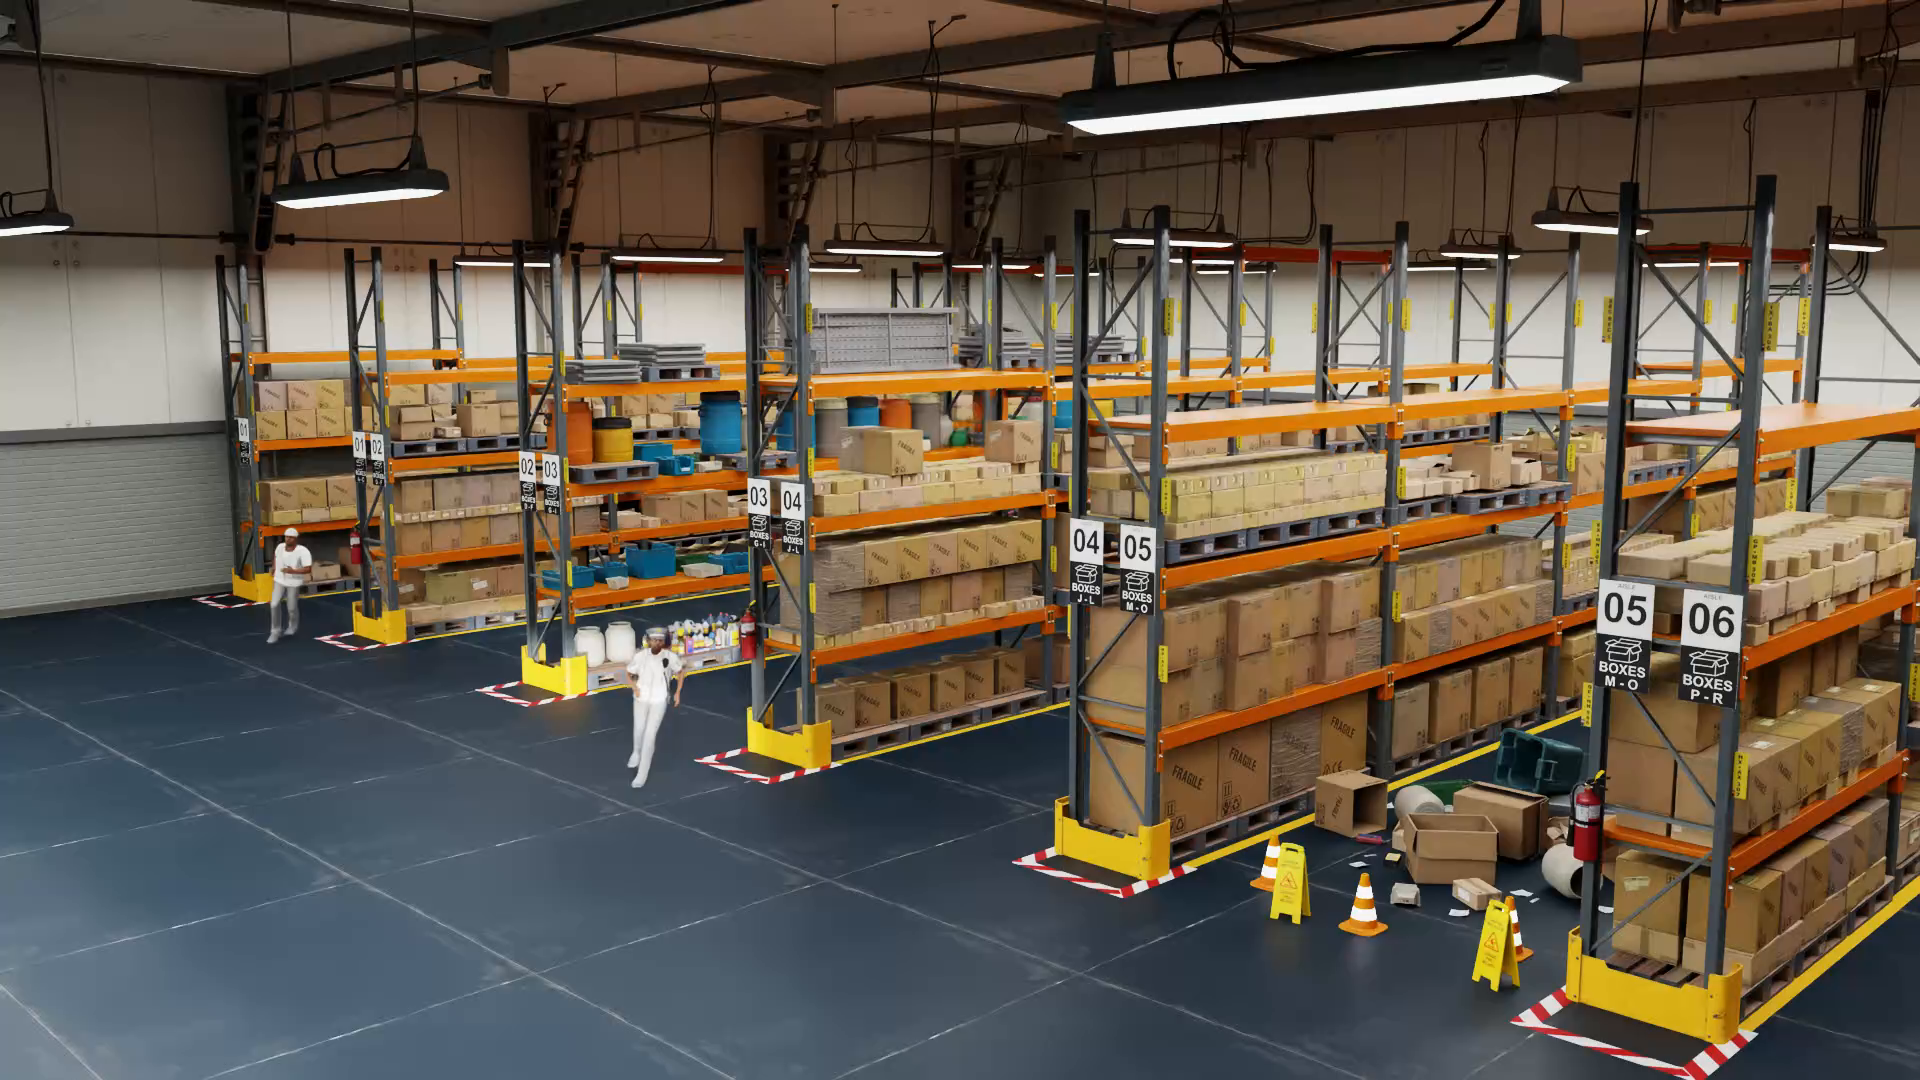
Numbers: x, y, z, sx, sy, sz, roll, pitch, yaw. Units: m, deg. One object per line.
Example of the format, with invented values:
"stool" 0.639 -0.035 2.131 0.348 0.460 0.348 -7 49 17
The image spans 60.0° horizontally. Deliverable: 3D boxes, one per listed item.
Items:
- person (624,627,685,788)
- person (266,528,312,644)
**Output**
"person" -3.367 1.773 18.158 0.667 1.681 0.912 0 8 -1
"person" -10.290 0.688 25.649 0.706 1.803 0.701 0 8 0
